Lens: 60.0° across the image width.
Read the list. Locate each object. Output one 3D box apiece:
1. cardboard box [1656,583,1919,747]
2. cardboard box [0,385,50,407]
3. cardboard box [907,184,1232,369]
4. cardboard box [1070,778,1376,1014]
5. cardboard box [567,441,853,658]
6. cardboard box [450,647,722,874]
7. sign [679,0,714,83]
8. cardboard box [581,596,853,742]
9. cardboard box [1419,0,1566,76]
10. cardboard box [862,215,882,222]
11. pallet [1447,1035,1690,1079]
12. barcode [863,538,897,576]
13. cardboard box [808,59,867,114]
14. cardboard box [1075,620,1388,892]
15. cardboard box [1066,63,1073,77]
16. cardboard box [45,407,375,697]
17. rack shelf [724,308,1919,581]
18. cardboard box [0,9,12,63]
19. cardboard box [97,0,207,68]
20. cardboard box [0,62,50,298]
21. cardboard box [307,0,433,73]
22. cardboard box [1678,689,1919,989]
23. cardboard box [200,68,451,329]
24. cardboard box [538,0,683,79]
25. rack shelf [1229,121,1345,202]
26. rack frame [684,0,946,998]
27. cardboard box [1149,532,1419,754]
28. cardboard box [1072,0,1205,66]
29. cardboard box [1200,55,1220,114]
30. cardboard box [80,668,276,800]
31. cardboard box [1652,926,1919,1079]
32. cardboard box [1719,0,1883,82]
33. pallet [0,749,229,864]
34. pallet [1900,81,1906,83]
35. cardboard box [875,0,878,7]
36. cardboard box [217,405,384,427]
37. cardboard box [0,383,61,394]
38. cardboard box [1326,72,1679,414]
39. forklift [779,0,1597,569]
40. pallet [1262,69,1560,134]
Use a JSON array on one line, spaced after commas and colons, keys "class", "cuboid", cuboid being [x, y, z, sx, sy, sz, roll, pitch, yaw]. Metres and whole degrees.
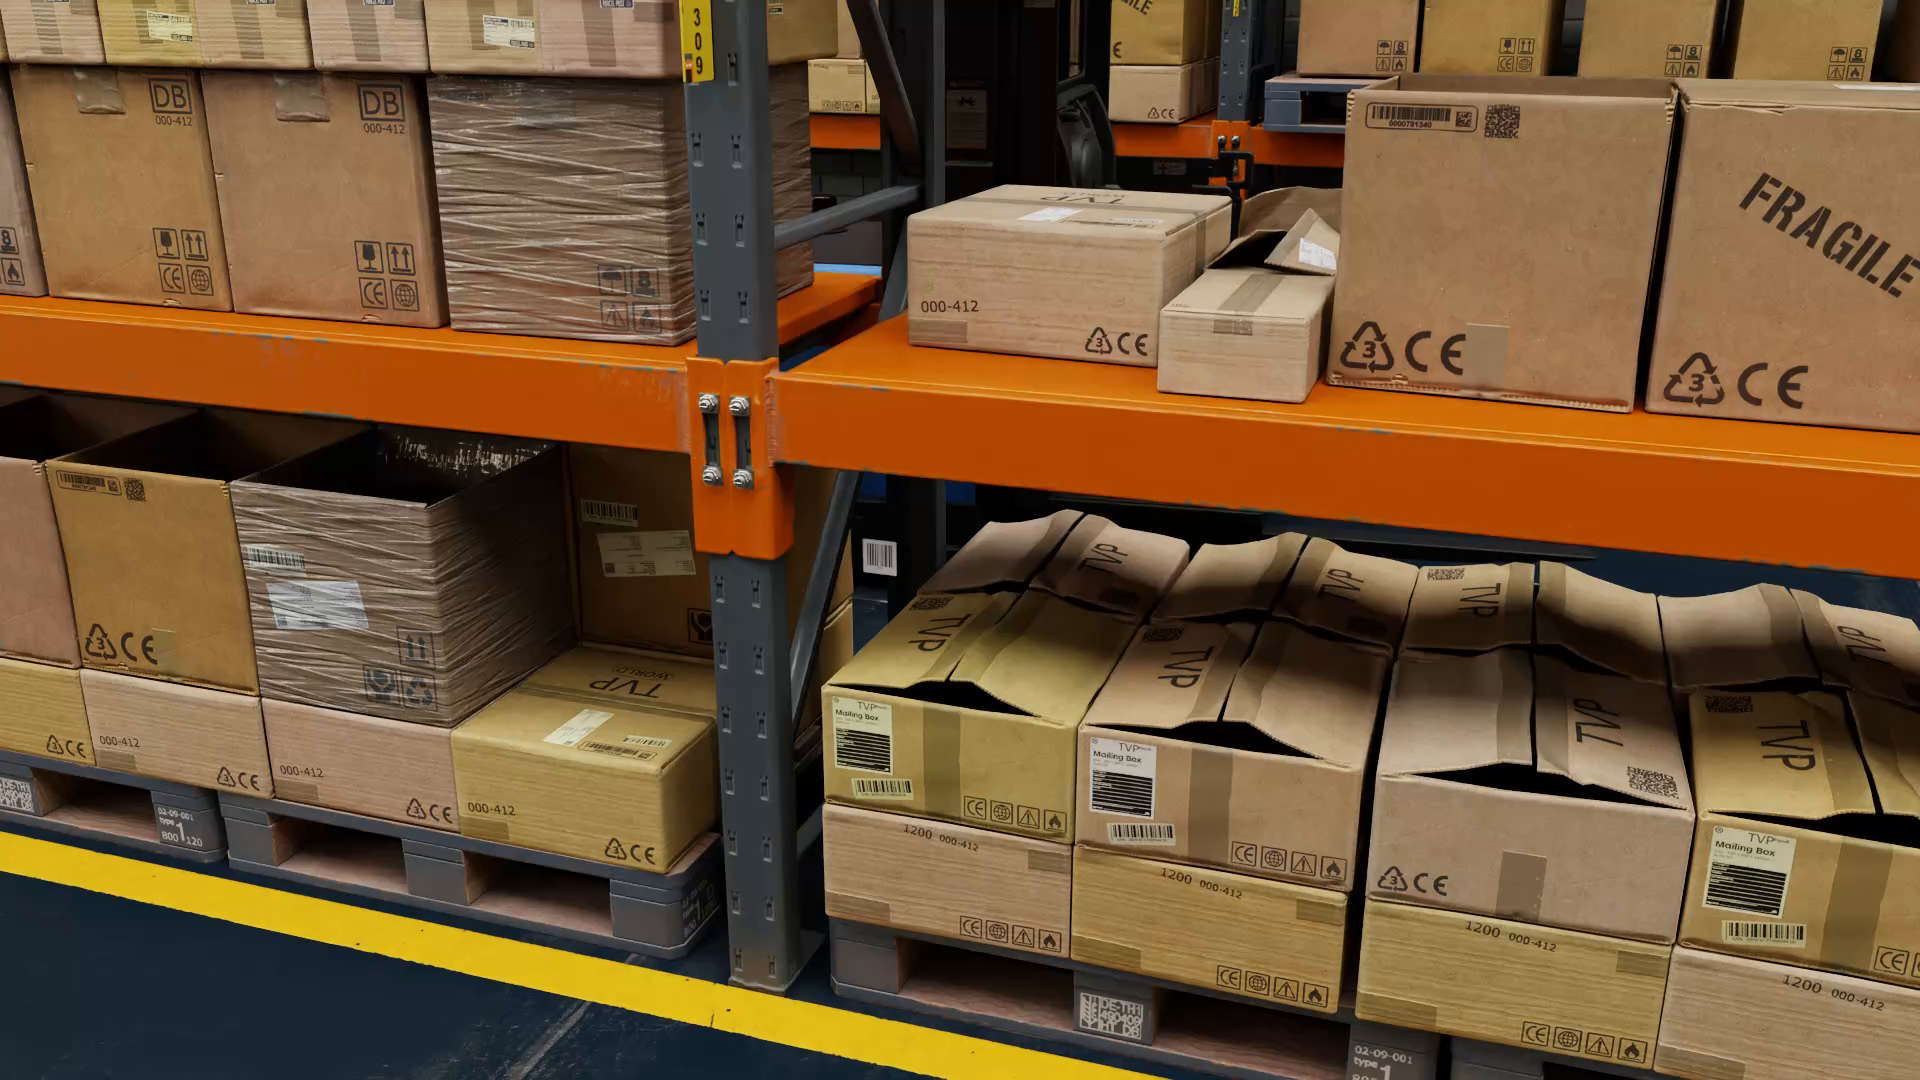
[{"class": "cardboard box", "cuboid": [1.660, 0.310, 3.317, 0.500, 0.311, 0.500, 6, 20, 17]}, {"class": "cardboard box", "cuboid": [-2.650, -0.100, 4.206, 0.500, 0.500, 0.500, 7, 20, 18]}, {"class": "cardboard box", "cuboid": [0.225, -0.534, 3.278, 0.500, 0.250, 0.500, 8, 21, 21]}, {"class": "cardboard box", "cuboid": [0.528, 0.632, 3.245, 0.500, 0.250, 0.500, 7, 20, 19]}, {"class": "cardboard box", "cuboid": [-0.589, -0.046, 4.050, 0.500, 0.500, 0.500, 7, 20, 18]}, {"class": "cardboard box", "cuboid": [-0.764, 0.474, 3.700, 0.500, 0.250, 0.500, 7, 20, 18]}, {"class": "sign", "cuboid": [-0.435, -0.918, 2.716, 0.005, 0.325, 0.100, 7, 20, 18]}, {"class": "cardboard box", "cuboid": [-0.593, 0.311, 4.165, 0.500, 0.250, 0.500, 7, 20, 18]}, {"class": "cardboard box", "cuboid": [2.363, -2.312, 7.331, 0.500, 0.500, 0.700, 9, 21, 24]}, {"class": "cardboard box", "cuboid": [-0.571, -1.385, 8.622, 0.500, 0.500, 0.700, 5, 20, 15]}, {"class": "pallet", "cuboid": [1.611, 0.871, 3.256, 1.213, 0.211, 1.003, 7, 20, 18]}, {"class": "barcode", "cuboid": [-0.150, 0.032, 3.098, 0.075, 0.075, 0.001, 7, 20, 18]}, {"class": "cardboard box", "cuboid": [-0.603, -2.240, 8.144, 0.500, 0.250, 0.500, 7, 20, 19]}, {"class": "cardboard box", "cuboid": [0.526, 0.369, 3.148, 0.500, 0.311, 0.500, 6, 20, 17]}, {"class": "cardboard box", "cuboid": [0.353, -2.137, 7.847, 0.500, 0.250, 0.500, 7, 20, 18]}, {"class": "cardboard box", "cuboid": [-1.706, 0.009, 3.893, 0.500, 0.500, 0.500, 7, 20, 18]}, {"class": "rack shelf", "cuboid": [1.635, -0.089, 2.866, 4.000, 0.370, 1.077, 7, 20, 18]}, {"class": "cardboard box", "cuboid": [-2.032, -1.126, 3.612, 0.250, 0.149, 0.380, 7, 20, 20]}, {"class": "cardboard box", "cuboid": [-1.542, -1.071, 3.454, 0.250, 0.149, 0.380, 6, 20, 18]}, {"class": "cardboard box", "cuboid": [-2.133, -0.903, 3.957, 0.500, 0.500, 0.700, 7, 20, 20]}, {"class": "cardboard box", "cuboid": [-1.062, -1.015, 3.295, 0.250, 0.149, 0.380, 6, 20, 16]}, {"class": "cardboard box", "cuboid": [1.507, 0.479, 2.833, 0.500, 0.311, 0.500, 7, 20, 20]}, {"class": "cardboard box", "cuboid": [-1.176, -0.792, 3.640, 0.500, 0.500, 0.700, 6, 20, 17]}, {"class": "cardboard box", "cuboid": [-0.581, -0.961, 3.137, 0.250, 0.149, 0.380, 7, 20, 18]}, {"class": "rack shelf", "cuboid": [3.257, -1.629, 7.286, 4.000, 0.370, 1.077, 7, 20, 18]}, {"class": "rack frame", "cuboid": [-0.254, -0.644, 3.367, 0.127, 3.000, 1.000, 7, 20, 18]}, {"class": "cardboard box", "cuboid": [0.716, 0.200, 3.633, 0.500, 0.311, 0.500, 7, 20, 20]}, {"class": "cardboard box", "cuboid": [0.820, -2.433, 7.556, 0.500, 0.500, 0.500, 6, 20, 18]}, {"class": "cardboard box", "cuboid": [0.994, -2.241, 8.145, 0.500, 0.250, 0.500, 7, 20, 19]}, {"class": "cardboard box", "cuboid": [-1.710, 0.367, 4.005, 0.500, 0.250, 0.500, 7, 20, 18]}, {"class": "cardboard box", "cuboid": [1.498, 0.742, 2.929, 0.500, 0.250, 0.500, 7, 20, 19]}, {"class": "cardboard box", "cuboid": [3.515, -2.183, 6.962, 0.500, 0.500, 0.700, 7, 20, 18]}, {"class": "pallet", "cuboid": [-2.148, 0.442, 4.487, 1.213, 0.211, 1.003, 7, 20, 18]}, {"class": "pallet", "cuboid": [4.438, -1.706, 6.705, 1.003, 0.211, 1.213, 7, 20, 18]}, {"class": "cardboard box", "cuboid": [-0.126, -2.542, 7.871, 0.500, 0.500, 0.500, 6, 20, 16]}, {"class": "cardboard box", "cuboid": [-1.534, -0.154, 4.360, 0.500, 0.500, 0.500, 7, 20, 18]}, {"class": "cardboard box", "cuboid": [-2.479, -0.262, 4.669, 0.500, 0.500, 0.500, 7, 20, 18]}, {"class": "cardboard box", "cuboid": [0.964, -0.547, 2.935, 0.500, 0.500, 0.500, 8, 21, 22]}, {"class": "forklift", "cuboid": [0.607, -1.337, 5.458, 3.031, 2.935, 1.130, 4, 20, 13]}, {"class": "pallet", "cuboid": [2.042, -1.967, 7.452, 1.213, 0.211, 1.003, 7, 20, 18]}]
